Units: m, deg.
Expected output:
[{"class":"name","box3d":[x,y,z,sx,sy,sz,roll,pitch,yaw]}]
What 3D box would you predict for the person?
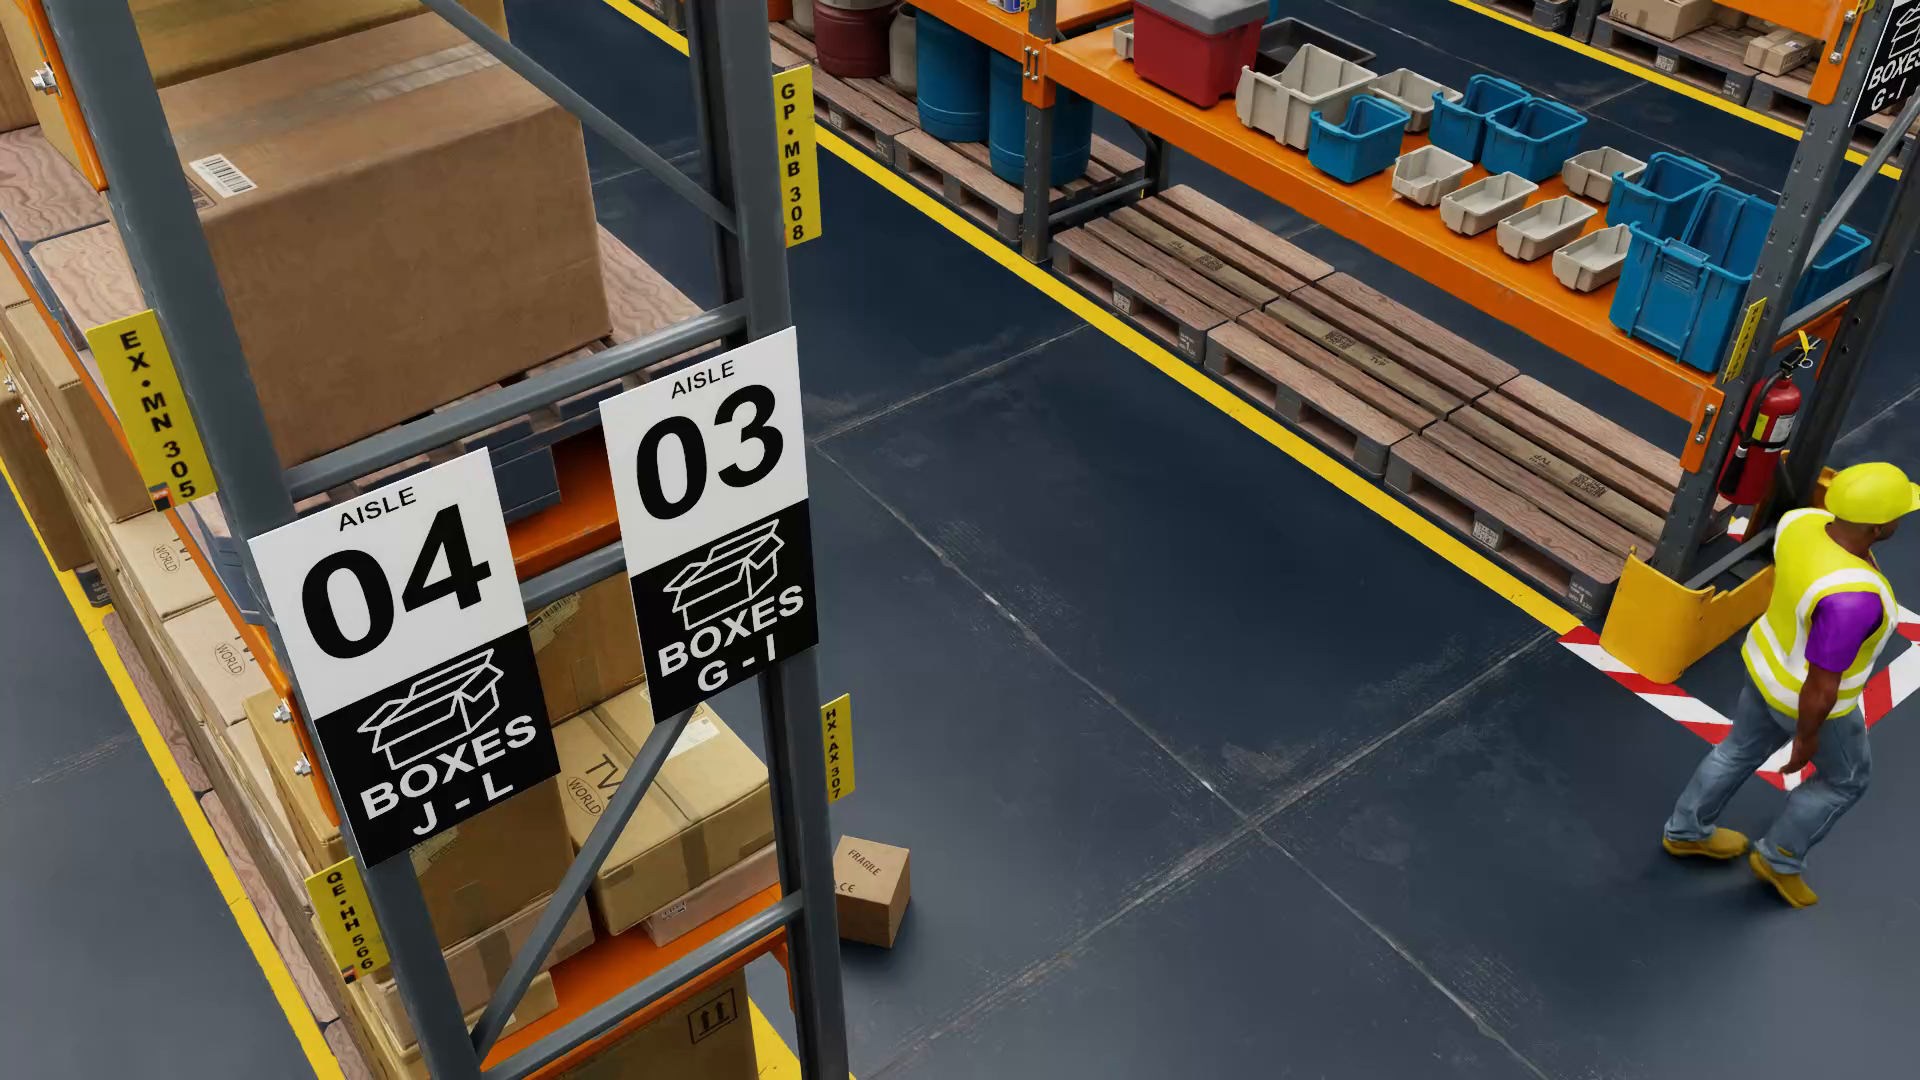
[{"class":"person","box3d":[2.828,0.486,5.573,0.532,1.821,0.598,0,40,0]}]
